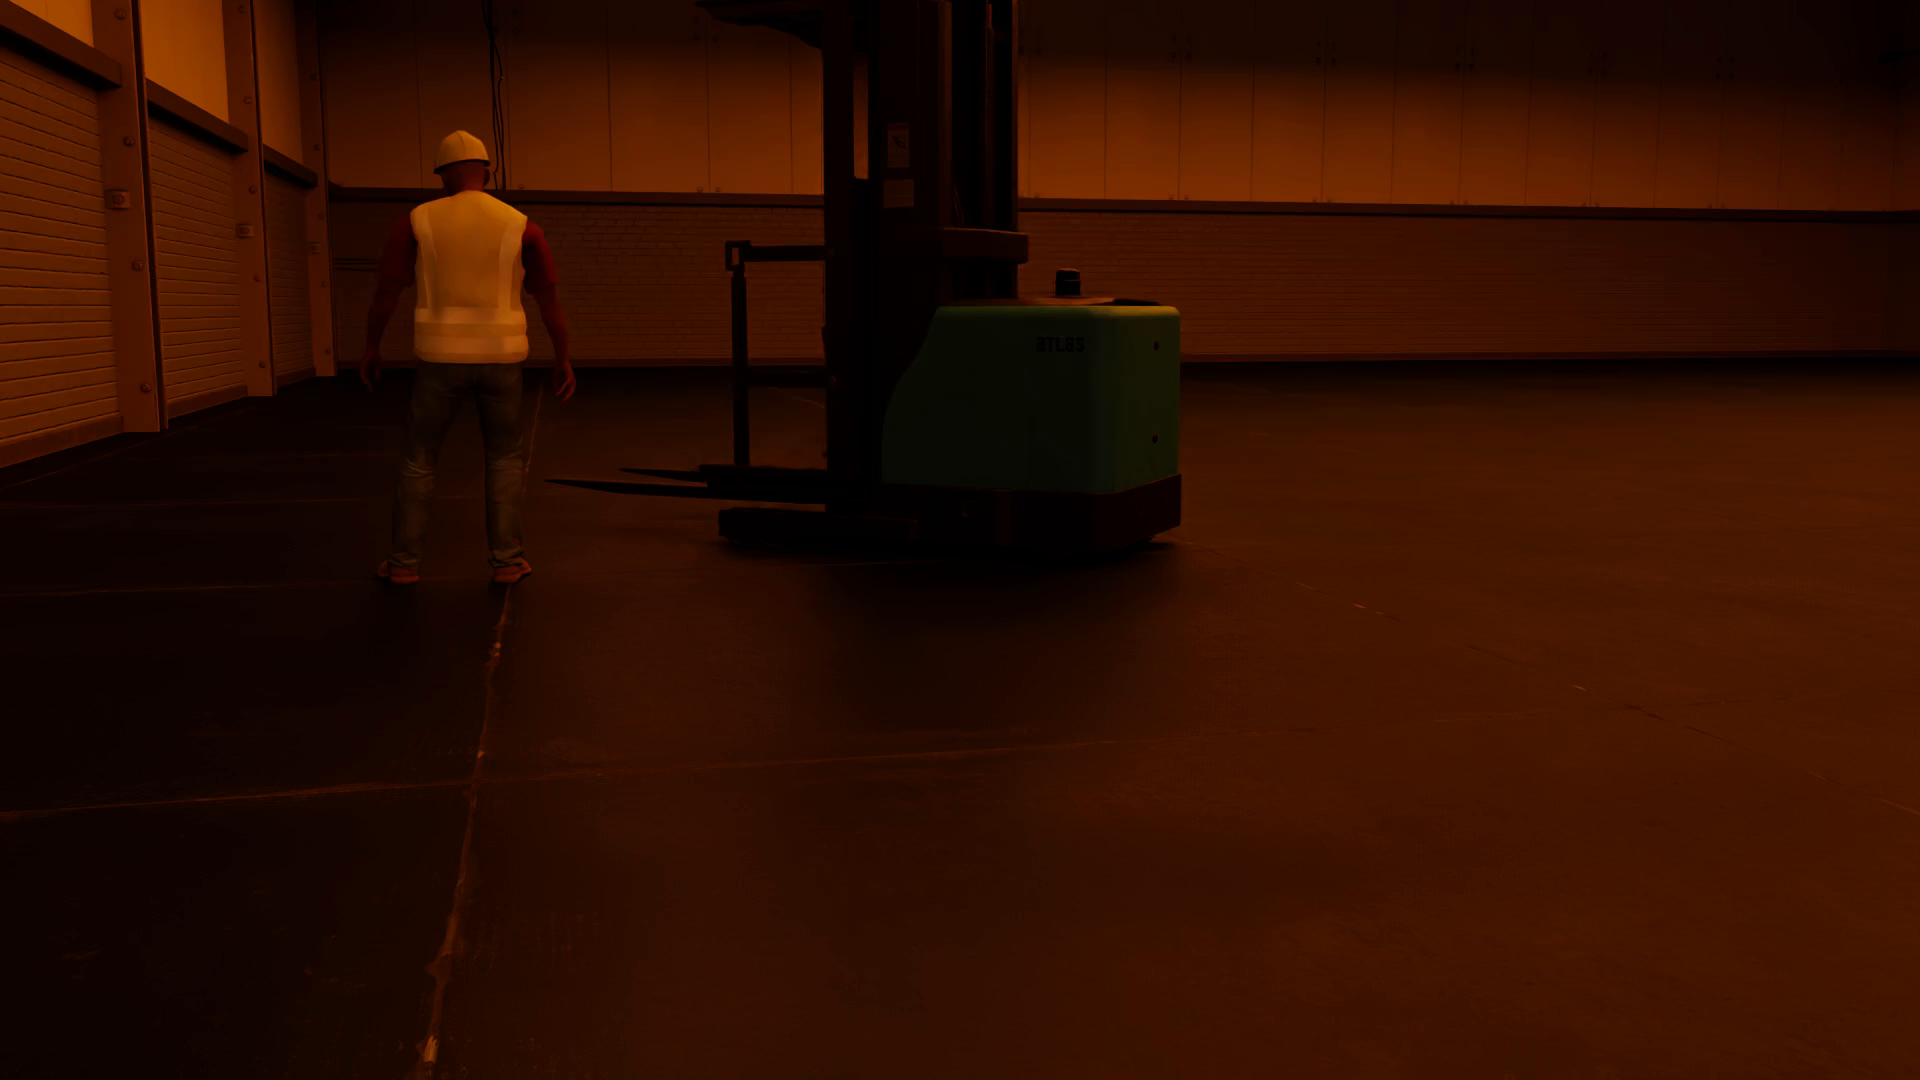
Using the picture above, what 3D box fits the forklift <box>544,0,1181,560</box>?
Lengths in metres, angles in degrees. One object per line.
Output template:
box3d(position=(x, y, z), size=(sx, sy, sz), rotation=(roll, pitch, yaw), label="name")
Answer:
box3d(position=(-0.542, -1.482, 7.721), size=(3.031, 2.935, 1.130), rotation=(4, 9, 24), label="forklift")

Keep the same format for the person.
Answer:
box3d(position=(-1.926, -0.712, 6.508), size=(0.807, 1.745, 0.412), rotation=(-3, 8, -18), label="person")
